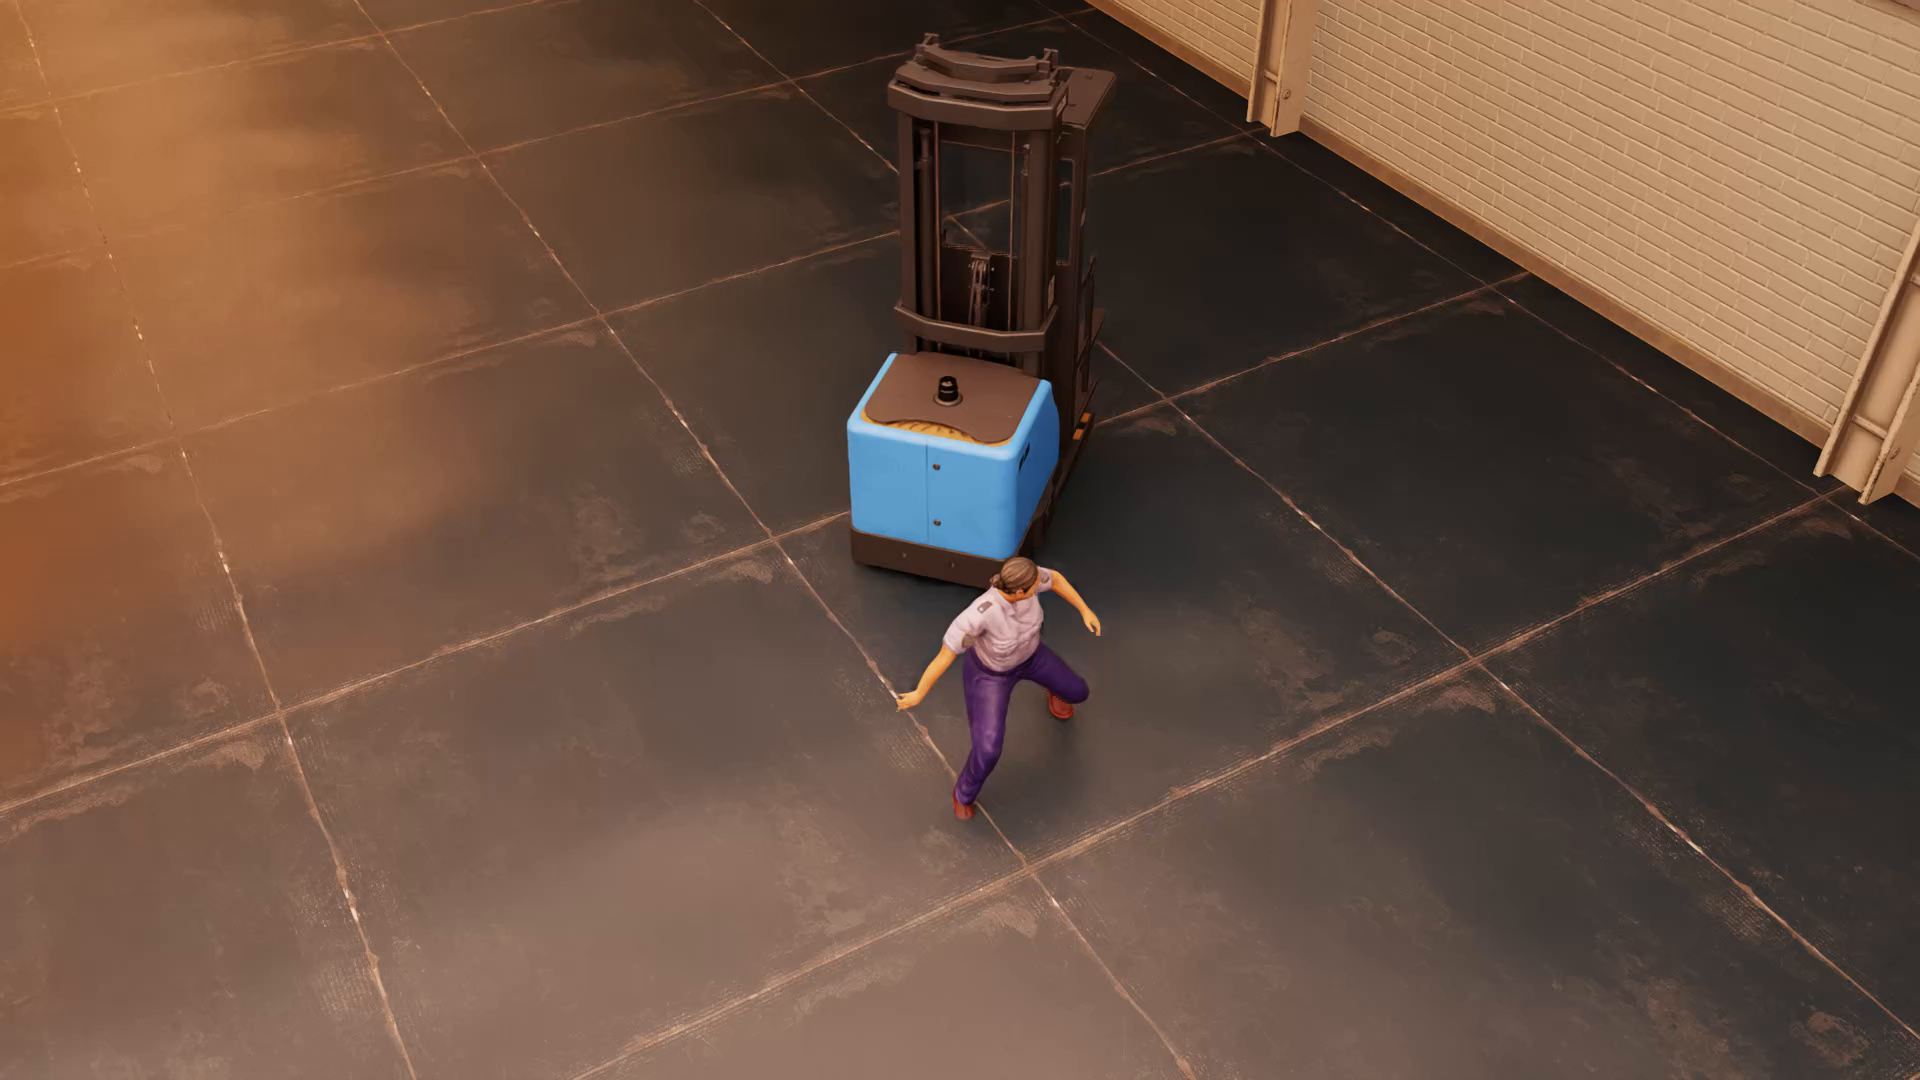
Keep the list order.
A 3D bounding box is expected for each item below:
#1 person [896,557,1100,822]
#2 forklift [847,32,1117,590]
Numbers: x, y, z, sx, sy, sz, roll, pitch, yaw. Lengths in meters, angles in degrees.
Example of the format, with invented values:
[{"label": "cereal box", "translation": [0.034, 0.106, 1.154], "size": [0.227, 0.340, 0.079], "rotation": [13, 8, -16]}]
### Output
[{"label": "person", "translation": [0.227, 0.677, 8.412], "size": [1.123, 1.563, 0.487], "rotation": [-27, 47, -29]}, {"label": "forklift", "translation": [0.271, -1.772, 10.173], "size": [1.130, 2.935, 3.031], "rotation": [12, 41, 14]}]
